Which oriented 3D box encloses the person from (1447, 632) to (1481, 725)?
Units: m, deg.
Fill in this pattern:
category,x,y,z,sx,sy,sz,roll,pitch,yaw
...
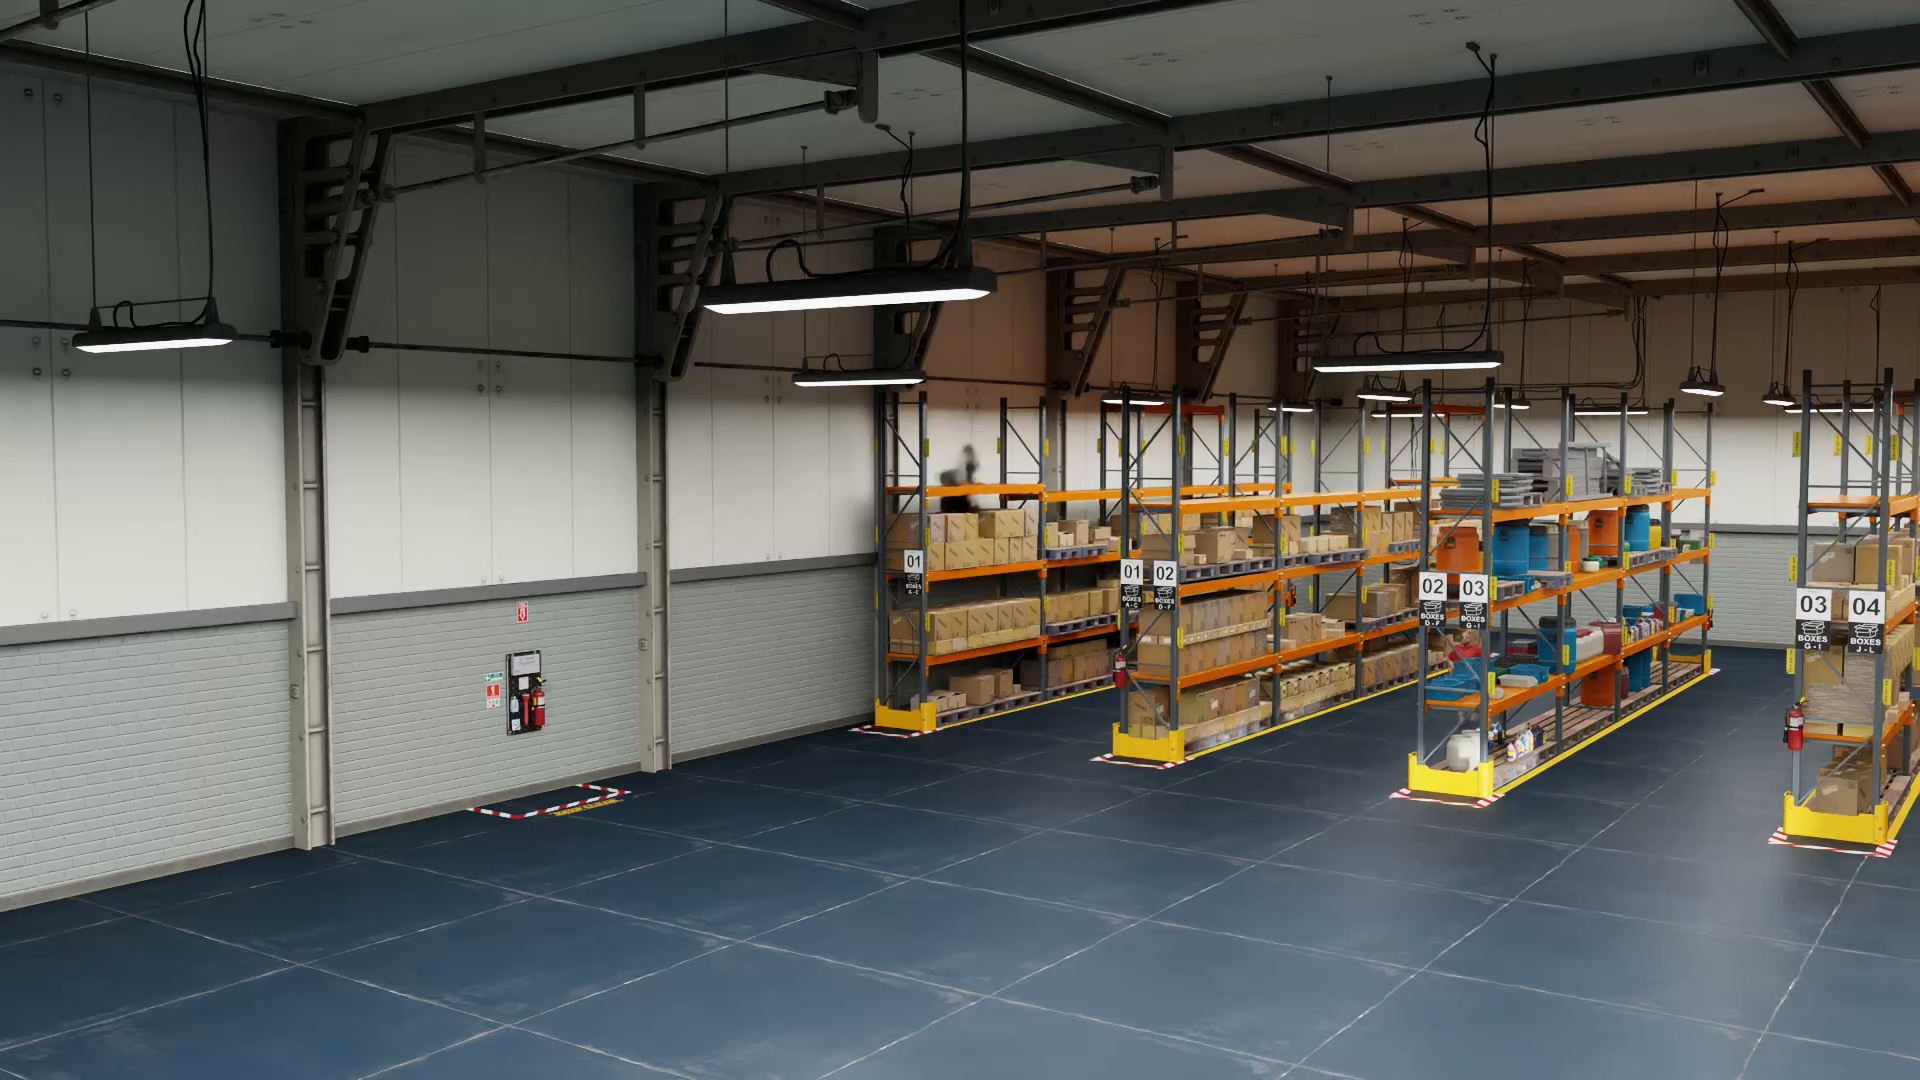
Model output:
category,x,y,z,sx,sy,sz,roll,pitch,yaw
person,9.116,2.500,30.037,0.659,1.661,0.600,2,4,28
